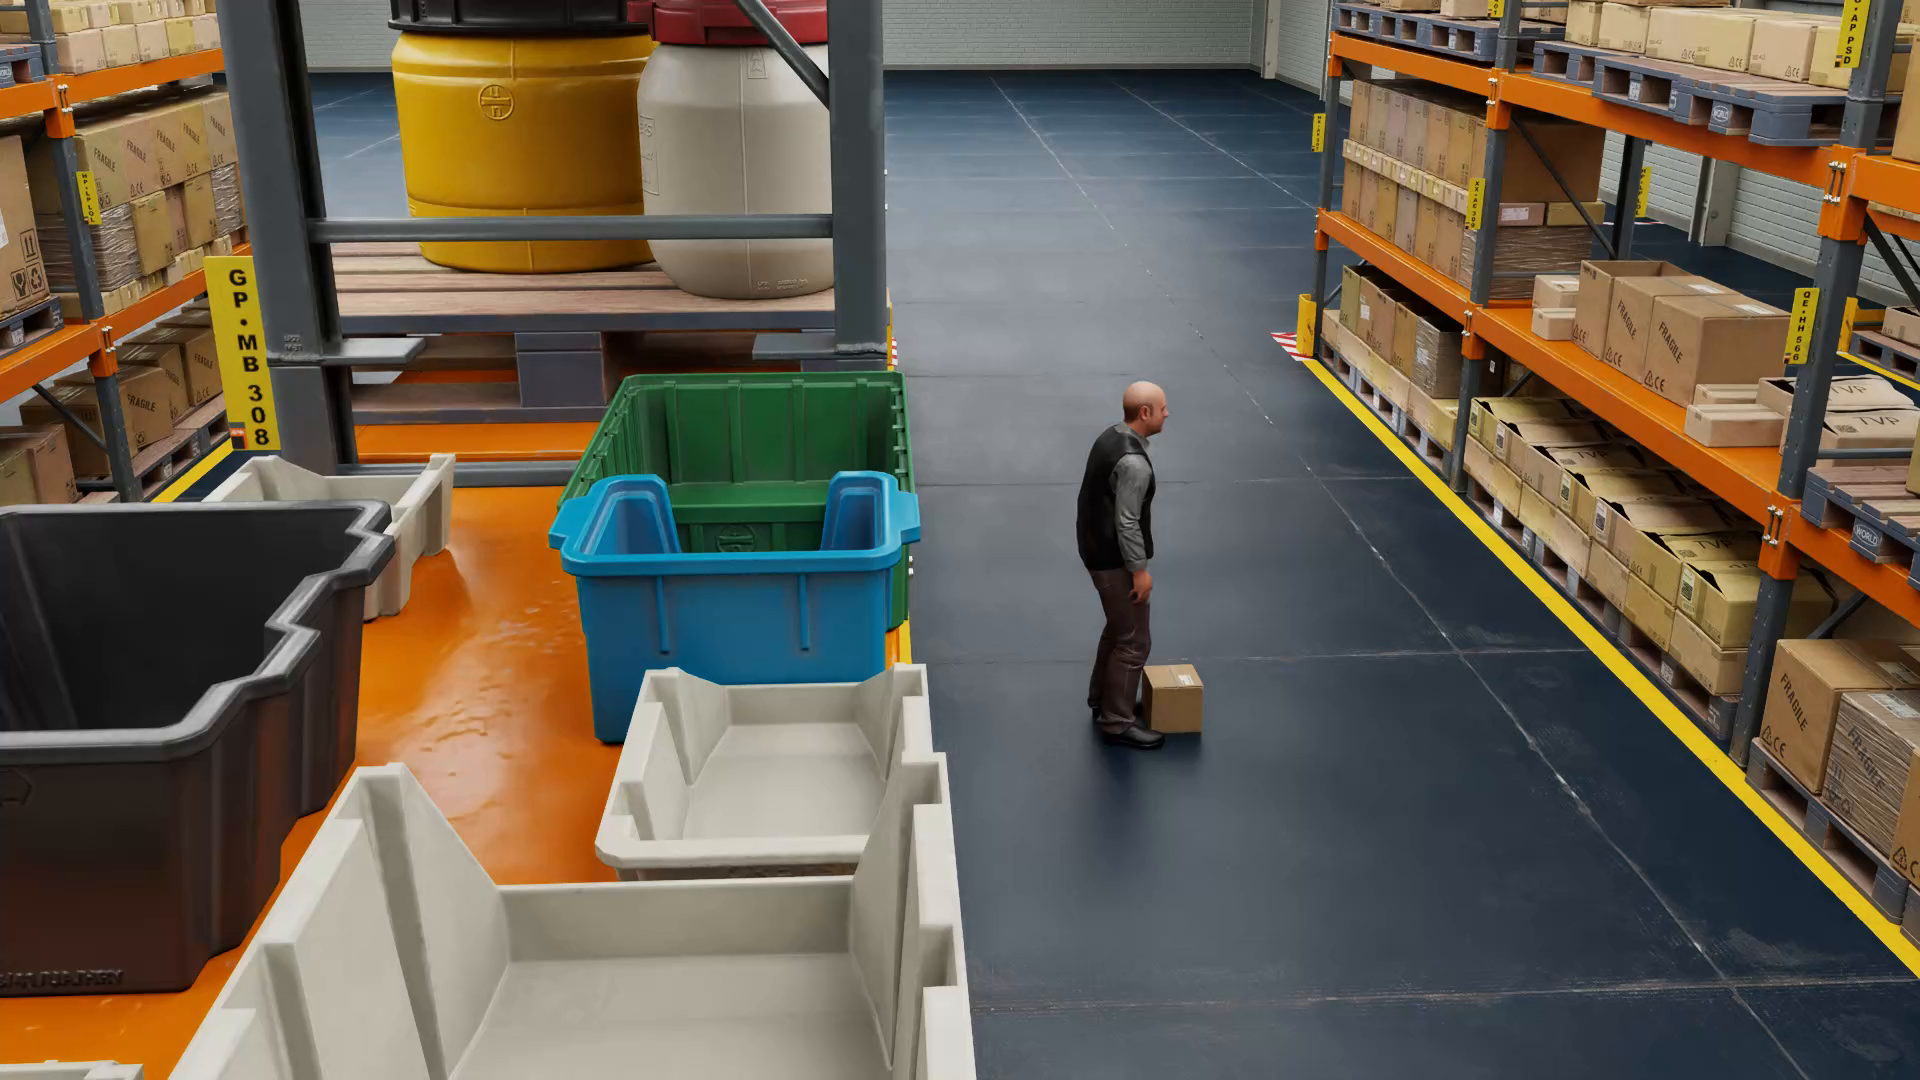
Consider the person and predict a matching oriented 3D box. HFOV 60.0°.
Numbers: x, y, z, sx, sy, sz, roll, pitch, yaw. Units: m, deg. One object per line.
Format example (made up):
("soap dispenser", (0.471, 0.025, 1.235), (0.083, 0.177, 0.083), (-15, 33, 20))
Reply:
("person", (0.757, 0.096, 7.851), (0.412, 1.721, 0.583), (-1, 20, -4))
